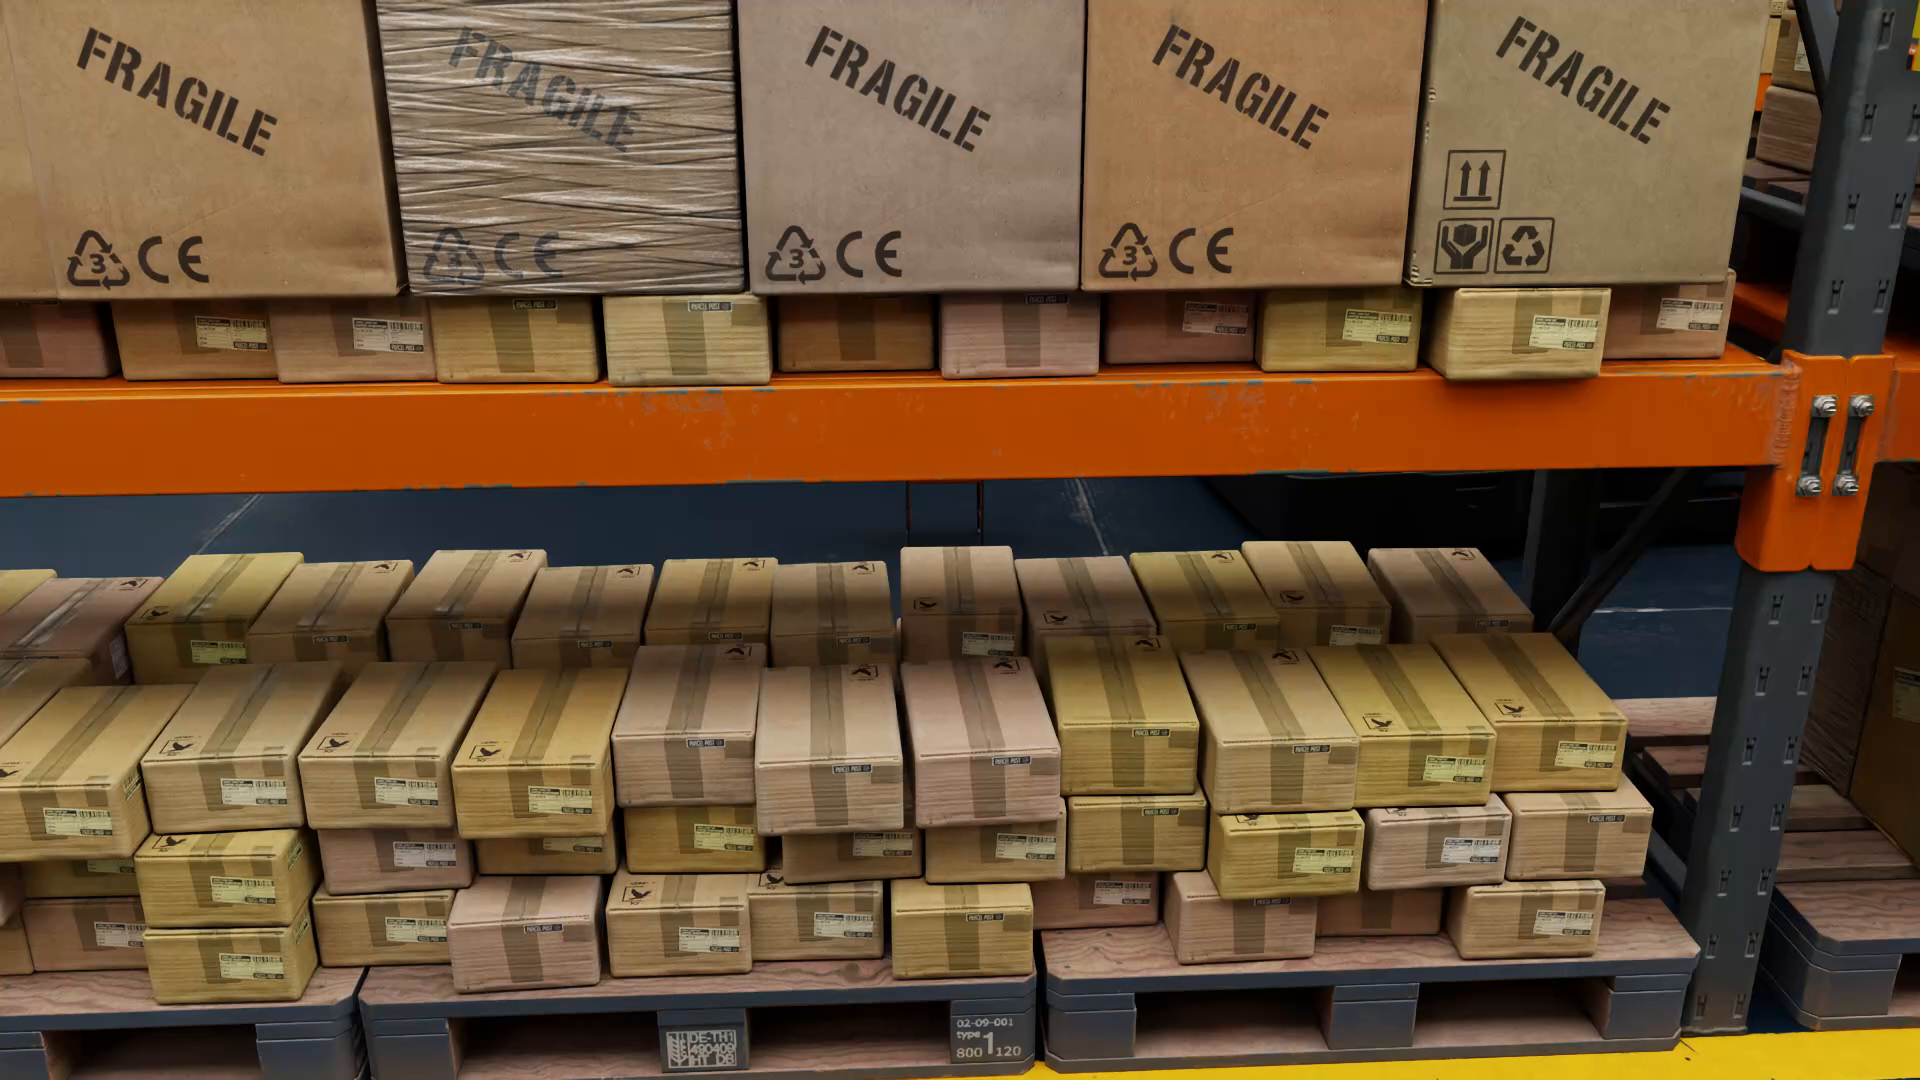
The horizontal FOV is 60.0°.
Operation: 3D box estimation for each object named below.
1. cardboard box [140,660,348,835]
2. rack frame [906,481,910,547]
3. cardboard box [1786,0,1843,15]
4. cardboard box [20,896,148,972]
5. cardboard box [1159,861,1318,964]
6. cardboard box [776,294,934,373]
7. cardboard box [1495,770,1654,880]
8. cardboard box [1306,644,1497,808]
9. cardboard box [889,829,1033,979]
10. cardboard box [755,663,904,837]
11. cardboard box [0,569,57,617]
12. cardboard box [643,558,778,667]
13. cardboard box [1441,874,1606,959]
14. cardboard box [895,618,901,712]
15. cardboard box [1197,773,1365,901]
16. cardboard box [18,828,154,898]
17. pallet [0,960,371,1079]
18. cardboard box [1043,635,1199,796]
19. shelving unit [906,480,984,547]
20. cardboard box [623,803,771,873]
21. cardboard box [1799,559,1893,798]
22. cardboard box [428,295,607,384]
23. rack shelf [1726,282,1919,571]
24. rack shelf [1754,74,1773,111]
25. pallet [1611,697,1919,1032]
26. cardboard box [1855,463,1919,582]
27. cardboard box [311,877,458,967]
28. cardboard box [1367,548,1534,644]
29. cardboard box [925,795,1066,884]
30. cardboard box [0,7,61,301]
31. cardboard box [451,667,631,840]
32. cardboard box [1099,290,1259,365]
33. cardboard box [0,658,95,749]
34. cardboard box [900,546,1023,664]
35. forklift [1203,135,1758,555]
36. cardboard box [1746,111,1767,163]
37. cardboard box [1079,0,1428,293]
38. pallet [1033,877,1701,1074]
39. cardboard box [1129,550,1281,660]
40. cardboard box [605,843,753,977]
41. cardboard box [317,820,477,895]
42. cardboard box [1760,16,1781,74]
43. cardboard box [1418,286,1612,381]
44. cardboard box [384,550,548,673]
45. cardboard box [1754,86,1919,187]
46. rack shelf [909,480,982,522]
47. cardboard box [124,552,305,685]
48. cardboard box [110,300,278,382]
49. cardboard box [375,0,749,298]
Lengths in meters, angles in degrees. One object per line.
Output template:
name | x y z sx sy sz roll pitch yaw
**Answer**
cardboard box | -1.282 0.368 3.018 0.250 0.149 0.380 -2 21 -6
rack frame | -0.175 -0.487 5.425 0.008 1.050 0.200 -1 21 -3
cardboard box | 1.789 -1.073 3.150 0.250 0.149 0.380 0 21 -1
cardboard box | -1.549 0.640 3.141 0.250 0.149 0.380 -1 21 -2
cardboard box | 0.503 0.630 3.166 0.250 0.149 0.380 -2 21 -5
cardboard box | -0.179 -0.405 2.823 0.250 0.149 0.380 -1 21 -4
cardboard box | 1.103 0.478 3.149 0.250 0.149 0.380 -1 21 -2
cardboard box | 0.806 0.338 3.097 0.250 0.149 0.380 -1 21 -2
cardboard box | -0.006 0.648 3.121 0.250 0.149 0.380 -1 21 -3
cardboard box | -0.239 0.372 3.009 0.250 0.149 0.380 -2 21 -5
cardboard box | -2.080 0.200 3.460 0.250 0.149 0.380 -1 21 -2
cardboard box | -0.518 0.176 3.524 0.250 0.149 0.380 -1 21 -3
cardboard box | 1.027 0.627 3.176 0.250 0.149 0.380 -1 21 -2
cardboard box | -0.015 0.309 3.593 0.250 0.149 0.380 0 21 -1
cardboard box | 0.567 0.499 3.092 0.250 0.149 0.380 -2 21 -5
cardboard box | -1.541 0.498 3.095 0.250 0.149 0.380 -1 21 -2
pallet | -1.705 0.740 3.380 1.213 0.211 1.003 -1 21 -3
cardboard box | 0.294 0.324 3.136 0.250 0.149 0.380 0 21 -1
shelving unit | -0.053 -0.490 5.431 0.252 1.050 0.215 -1 21 -3
cardboard box | -0.480 0.470 3.168 0.250 0.149 0.380 0 21 -1
cardboard box | 2.124 0.229 3.727 0.500 0.500 0.500 -2 21 -4
cardboard box | -0.698 -0.380 2.756 0.250 0.149 0.380 0 21 -1
rack shelf | 3.396 -0.343 3.317 4.000 0.370 1.077 -1 21 -3
rack shelf | 3.013 -2.099 7.930 4.000 0.370 1.077 -1 21 -3
pallet | 2.176 0.648 3.621 1.213 0.211 1.003 -1 21 -3
cardboard box | 2.128 -0.122 3.595 0.500 0.250 0.500 -2 21 -4
cardboard box | -1.038 0.635 3.155 0.250 0.149 0.380 -1 21 -3
cardboard box | 1.044 0.153 3.584 0.250 0.149 0.380 0 21 -1
cardboard box | 0.058 0.482 3.138 0.250 0.149 0.380 -1 21 -2
cardboard box | -1.597 -0.674 2.617 0.500 0.500 0.500 -1 21 -3
cardboard box | -0.739 0.377 2.995 0.250 0.149 0.380 -1 21 -2
cardboard box | 0.345 -0.423 2.870 0.250 0.149 0.380 -2 21 -5
cardboard box | -1.783 0.362 3.034 0.250 0.149 0.380 -1 21 -2
cardboard box | -0.002 0.150 3.593 0.250 0.149 0.380 -1 21 -2
forklift | 2.413 -1.549 5.570 3.031 2.935 1.130 -4 21 -10
cardboard box | 3.424 -1.678 8.209 0.875 0.875 0.875 -1 21 -2
cardboard box | 0.414 -0.704 2.696 0.500 0.500 0.500 -2 21 -5
pallet | 0.731 0.691 3.510 1.213 0.211 1.003 -1 21 -3
cardboard box | 0.515 0.160 3.565 0.250 0.149 0.380 -1 21 -4
cardboard box | -0.509 0.646 3.126 0.250 0.149 0.380 -1 21 -3
cardboard box | -1.019 0.493 3.110 0.250 0.149 0.380 -2 21 -6
cardboard box | 3.506 -2.283 7.613 0.500 0.250 0.500 -1 21 -4
cardboard box | 0.877 -0.388 2.778 0.250 0.149 0.380 -2 21 -4
cardboard box | -1.048 0.157 3.573 0.250 0.149 0.380 0 21 -1
cardboard box | 1.784 -0.796 3.258 0.250 0.149 0.380 -2 21 -4
rack shelf | -0.053 -0.220 5.534 0.240 0.259 0.215 -1 21 -3
cardboard box | -1.575 0.165 3.553 0.250 0.149 0.380 -2 21 -4
cardboard box | -1.206 -0.387 2.775 0.250 0.149 0.380 -1 21 -4
cardboard box | -0.599 -0.692 2.664 0.500 0.500 0.500 -2 21 -4
